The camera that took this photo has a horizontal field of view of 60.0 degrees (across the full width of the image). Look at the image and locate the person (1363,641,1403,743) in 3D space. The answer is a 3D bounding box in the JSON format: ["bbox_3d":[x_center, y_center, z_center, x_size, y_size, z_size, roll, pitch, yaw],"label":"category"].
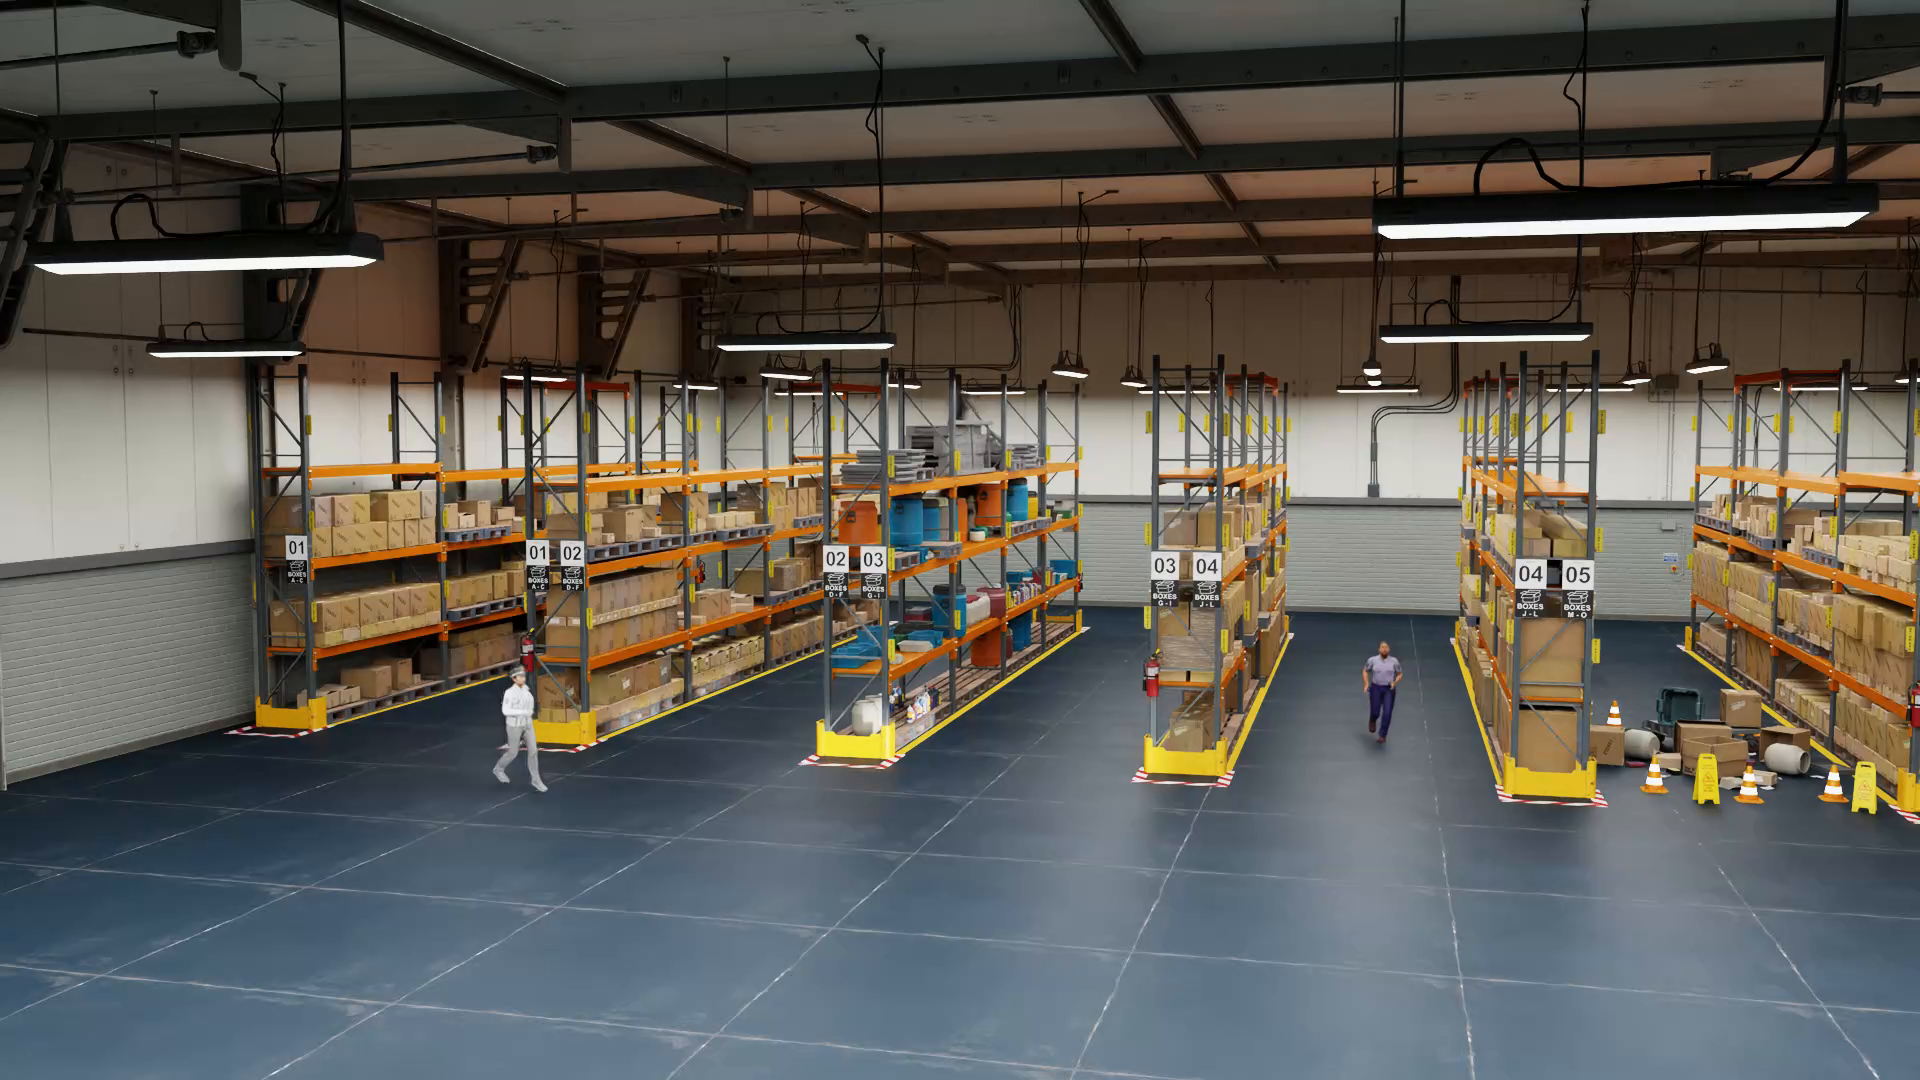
[{"bbox_3d":[6.690,2.401,26.311,0.620,1.601,0.554,1,4,11],"label":"person"}]

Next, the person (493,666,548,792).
[{"bbox_3d":[-6.057,2.574,22.820,0.904,1.722,0.609,2,5,31],"label":"person"}]
